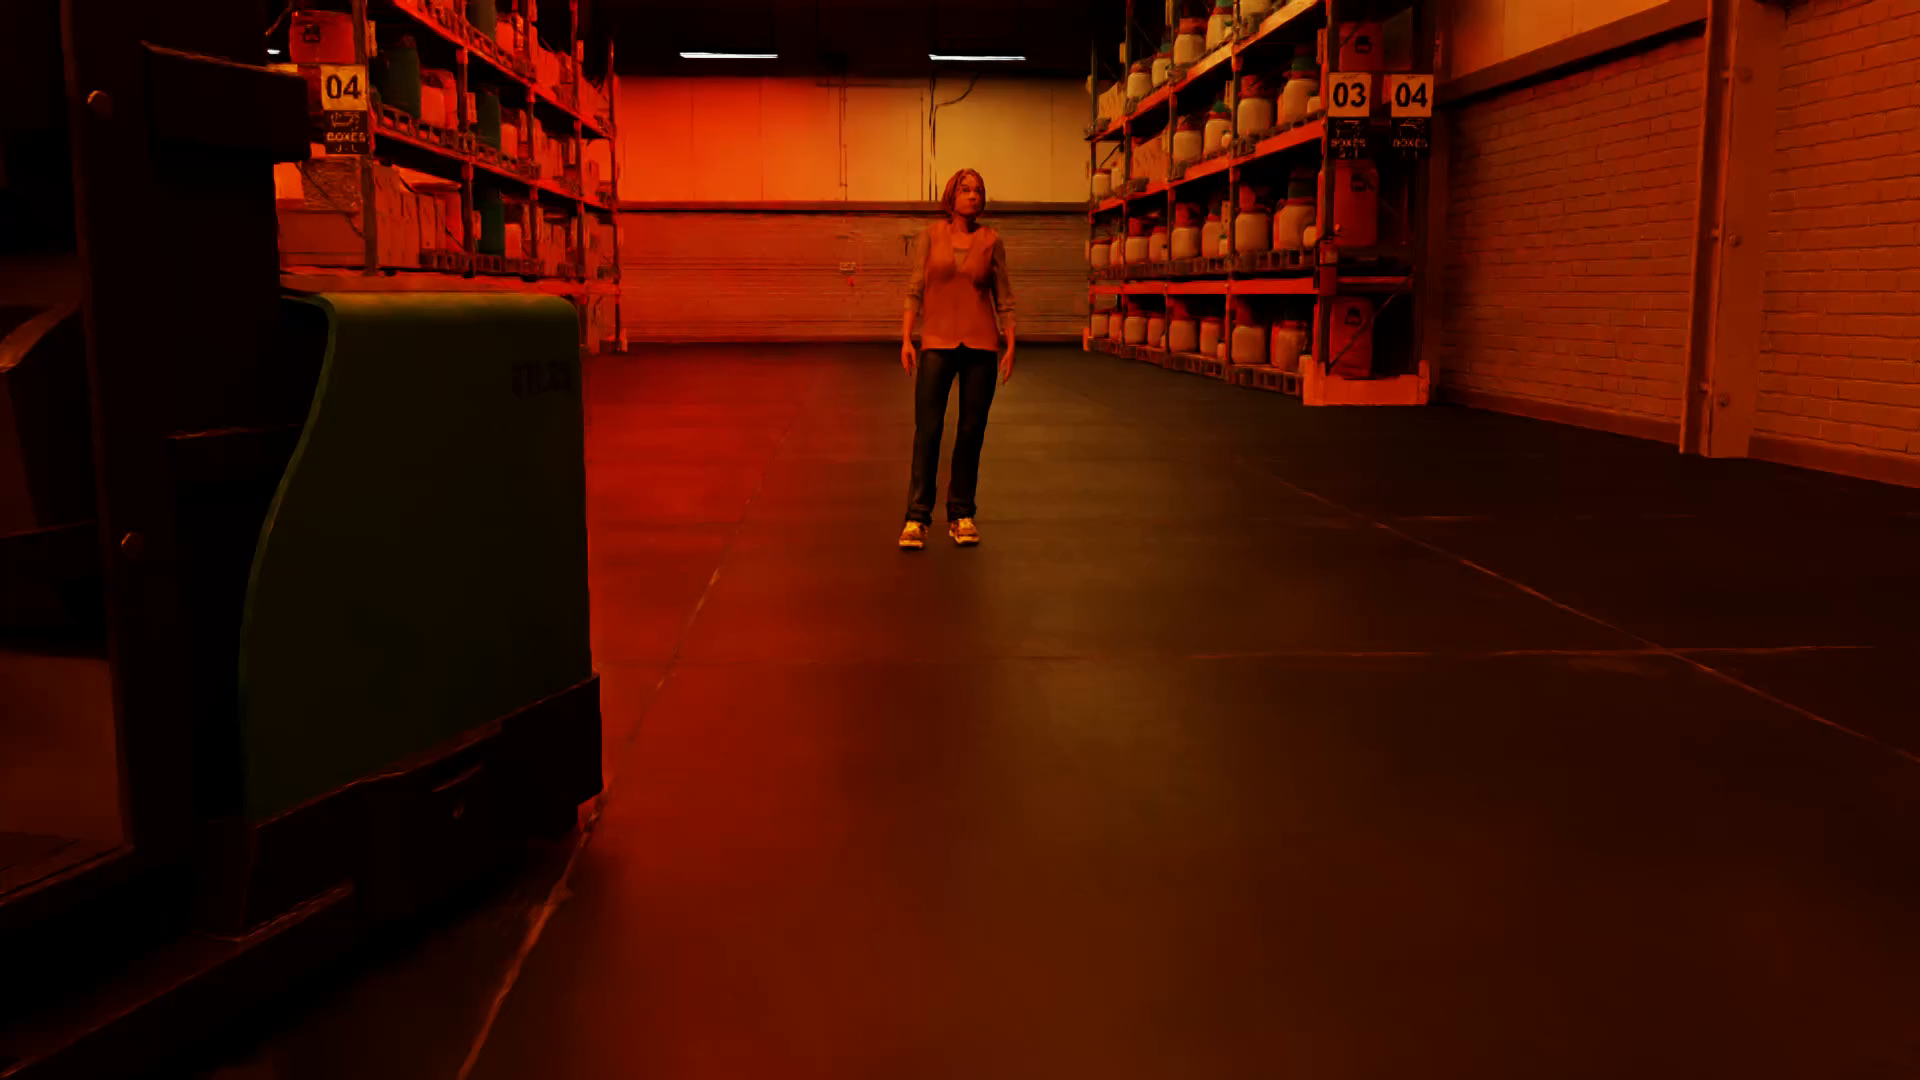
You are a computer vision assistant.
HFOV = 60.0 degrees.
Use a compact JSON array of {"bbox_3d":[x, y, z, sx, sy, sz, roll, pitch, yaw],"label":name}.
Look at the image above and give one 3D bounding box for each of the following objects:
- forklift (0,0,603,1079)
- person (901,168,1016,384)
[{"bbox_3d":[-1.649,-0.689,1.968,1.130,2.935,3.031,3,9,17],"label":"forklift"},{"bbox_3d":[-0.006,-1.136,7.166,0.502,0.920,0.257,-1,8,-4],"label":"person"}]
